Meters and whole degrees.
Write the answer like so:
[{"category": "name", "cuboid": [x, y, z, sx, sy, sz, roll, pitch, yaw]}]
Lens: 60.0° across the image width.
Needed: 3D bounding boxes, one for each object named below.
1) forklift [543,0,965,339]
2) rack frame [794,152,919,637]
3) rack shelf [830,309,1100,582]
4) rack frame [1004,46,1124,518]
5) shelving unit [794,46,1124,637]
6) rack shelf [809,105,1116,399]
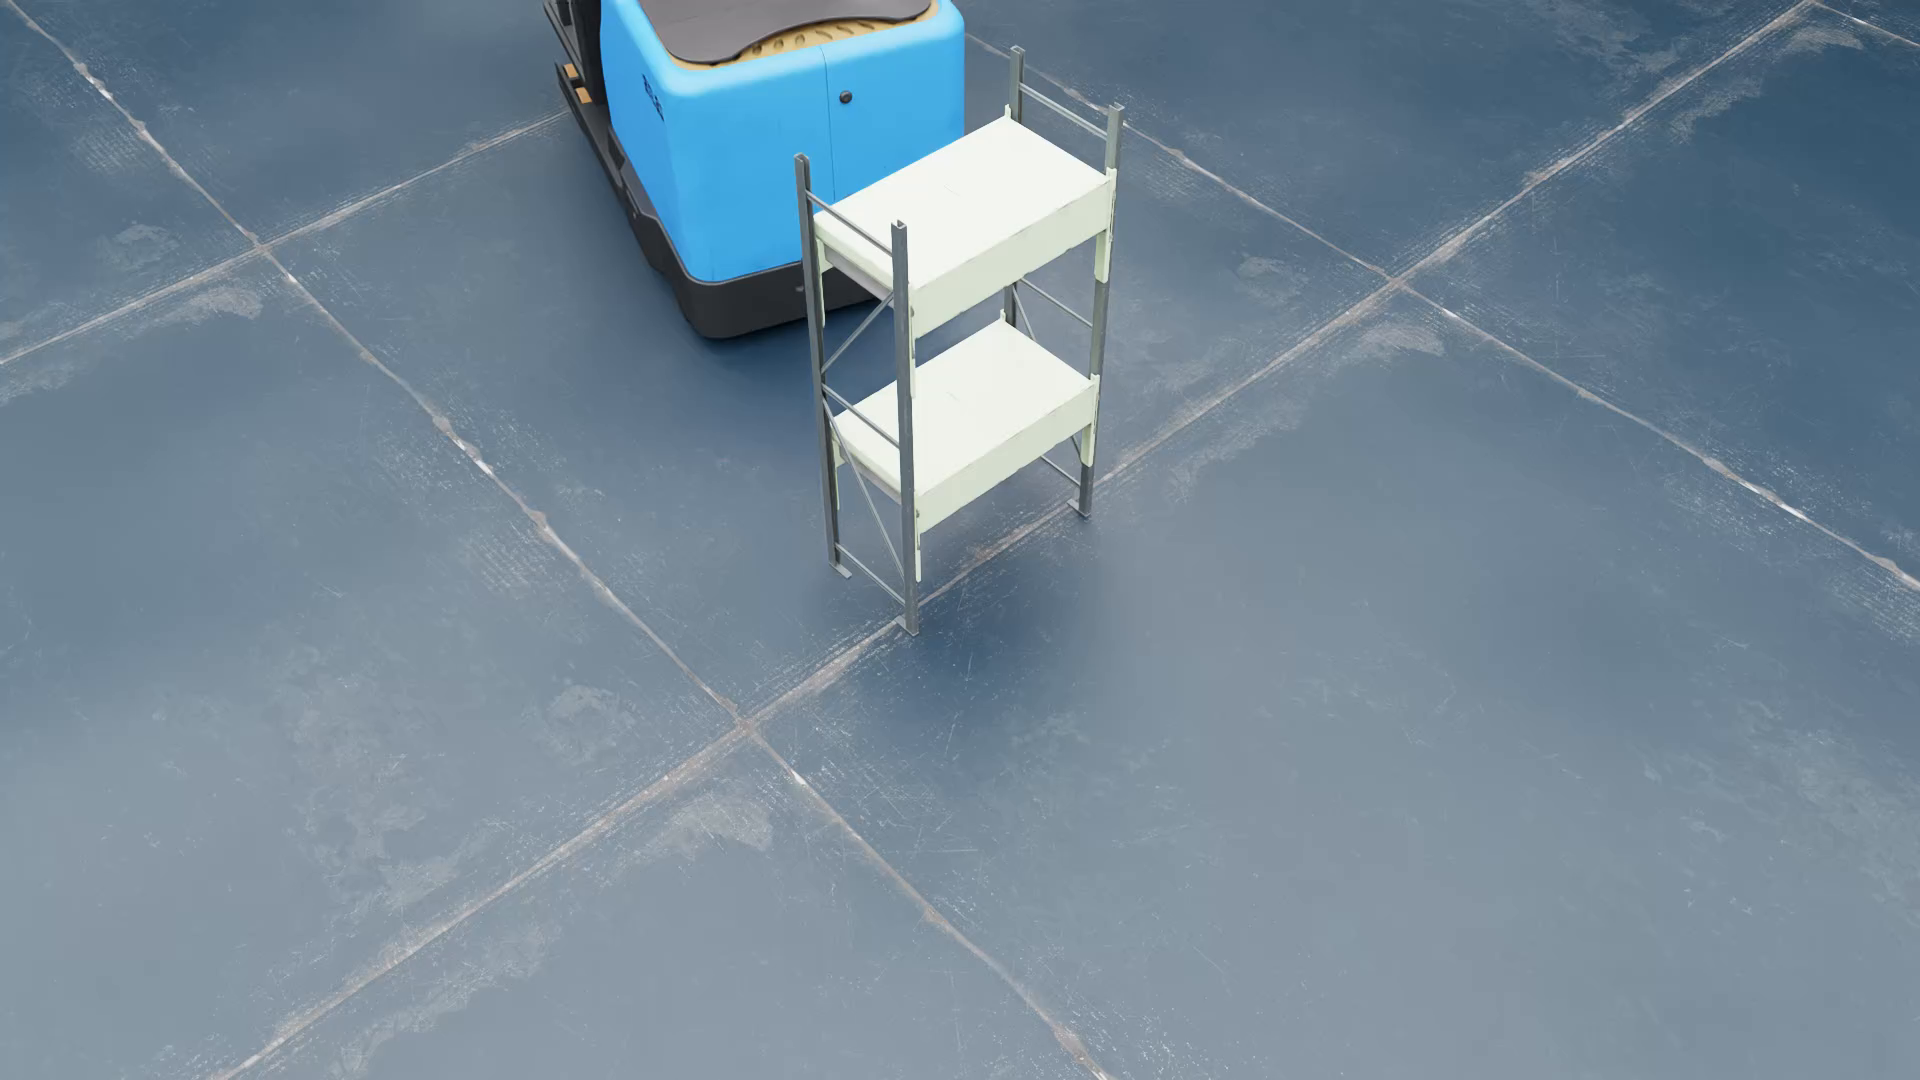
[{"category": "forklift", "cuboid": [-1.022, -2.795, 5.835, 1.130, 2.935, 3.031, -18, 50, -16]}, {"category": "rack frame", "cuboid": [-0.266, -0.331, 4.535, 0.023, 1.500, 0.400, -34, 56, -27]}, {"category": "rack shelf", "cuboid": [0.005, -0.291, 4.941, 0.720, 0.370, 0.431, -34, 56, -27]}, {"category": "rack frame", "cuboid": [0.276, -0.693, 4.869, 0.023, 1.500, 0.400, -34, 56, -27]}, {"category": "shelving unit", "cuboid": [0.005, -0.512, 4.702, 0.755, 1.500, 0.431, -34, 56, -27]}, {"category": "rack shelf", "cuboid": [0.005, -0.777, 4.415, 0.720, 0.370, 0.431, -34, 56, -27]}]
